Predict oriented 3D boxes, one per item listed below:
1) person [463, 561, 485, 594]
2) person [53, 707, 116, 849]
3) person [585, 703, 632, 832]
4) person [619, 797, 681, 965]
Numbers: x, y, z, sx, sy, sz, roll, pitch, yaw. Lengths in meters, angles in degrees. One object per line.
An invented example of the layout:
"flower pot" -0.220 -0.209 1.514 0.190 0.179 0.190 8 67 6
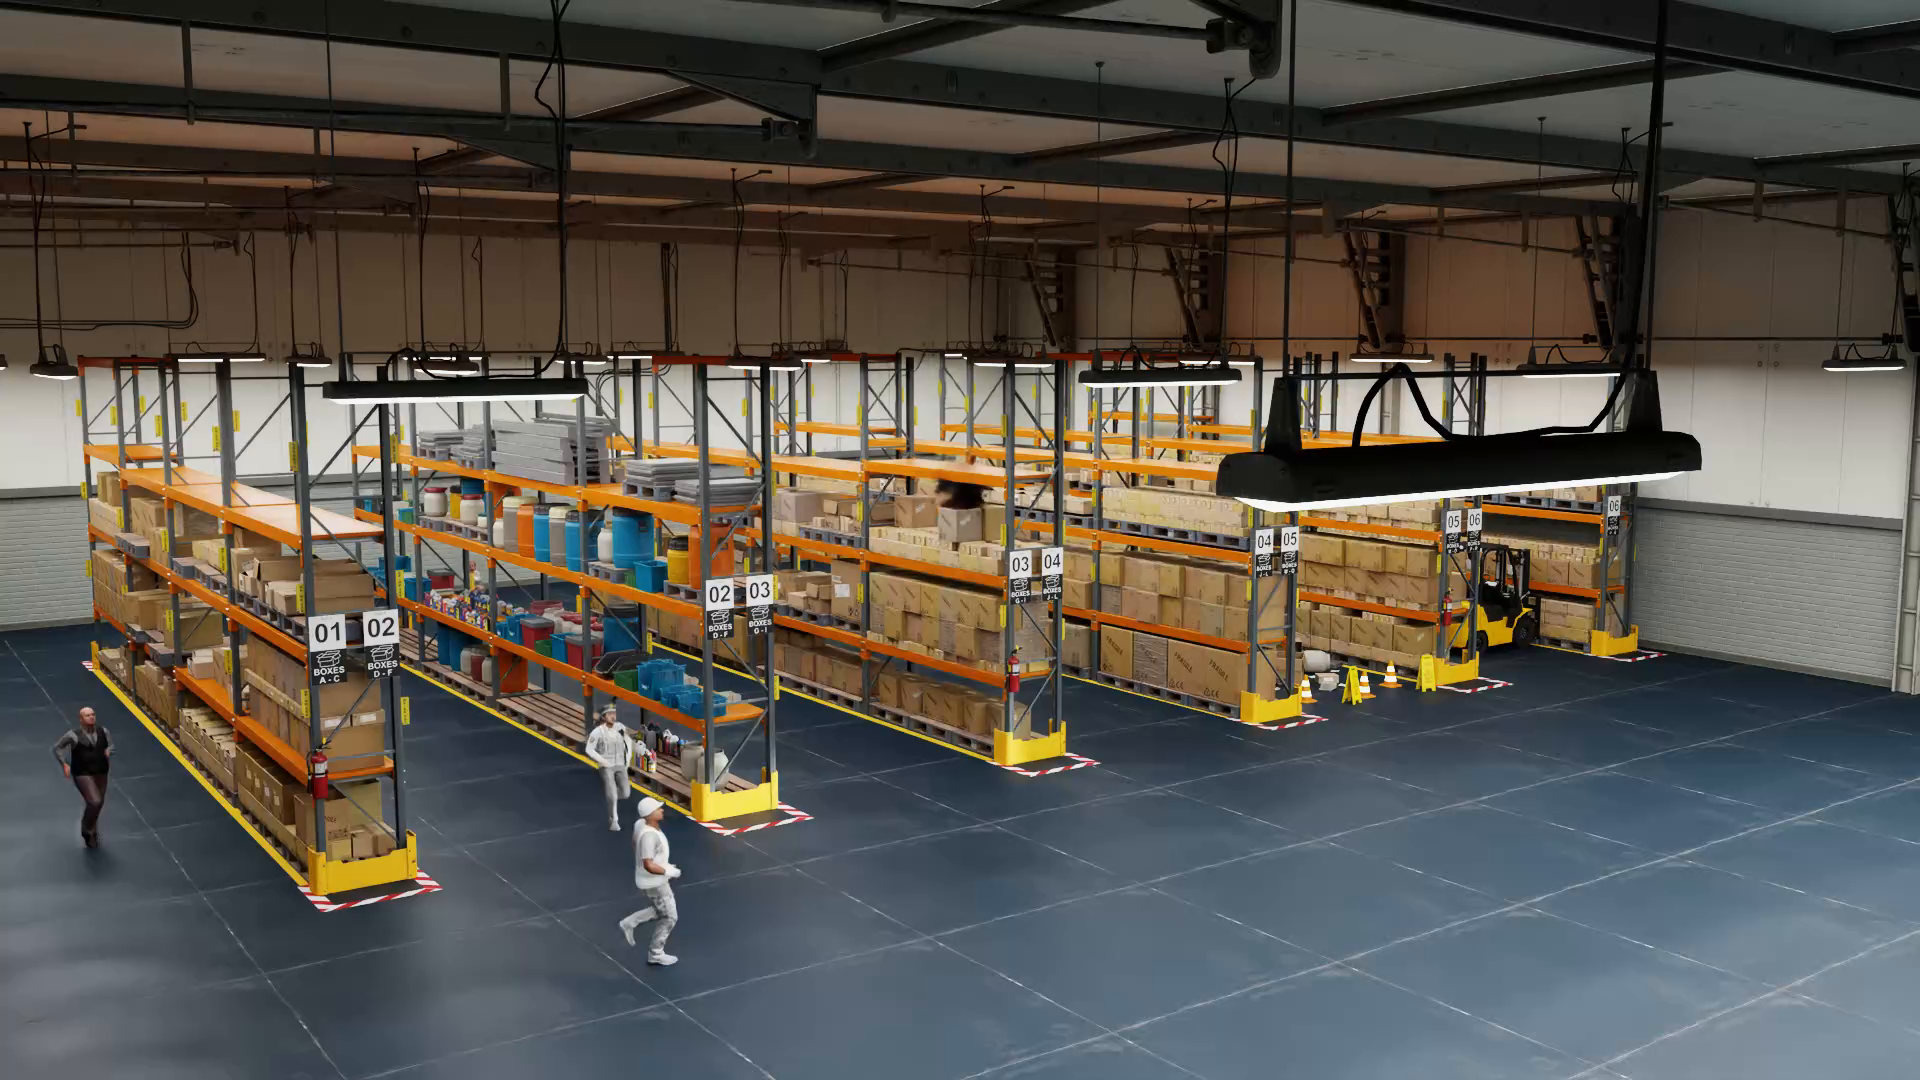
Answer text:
"person" -10.440 1.226 35.683 0.769 1.596 0.552 6 9 39
"person" -10.873 2.970 20.806 0.734 1.762 0.626 4 8 31
"person" -4.526 2.921 21.535 0.661 1.663 0.547 -6 9 -39
"person" -3.143 3.447 16.811 0.599 1.734 0.729 -2 7 -19
